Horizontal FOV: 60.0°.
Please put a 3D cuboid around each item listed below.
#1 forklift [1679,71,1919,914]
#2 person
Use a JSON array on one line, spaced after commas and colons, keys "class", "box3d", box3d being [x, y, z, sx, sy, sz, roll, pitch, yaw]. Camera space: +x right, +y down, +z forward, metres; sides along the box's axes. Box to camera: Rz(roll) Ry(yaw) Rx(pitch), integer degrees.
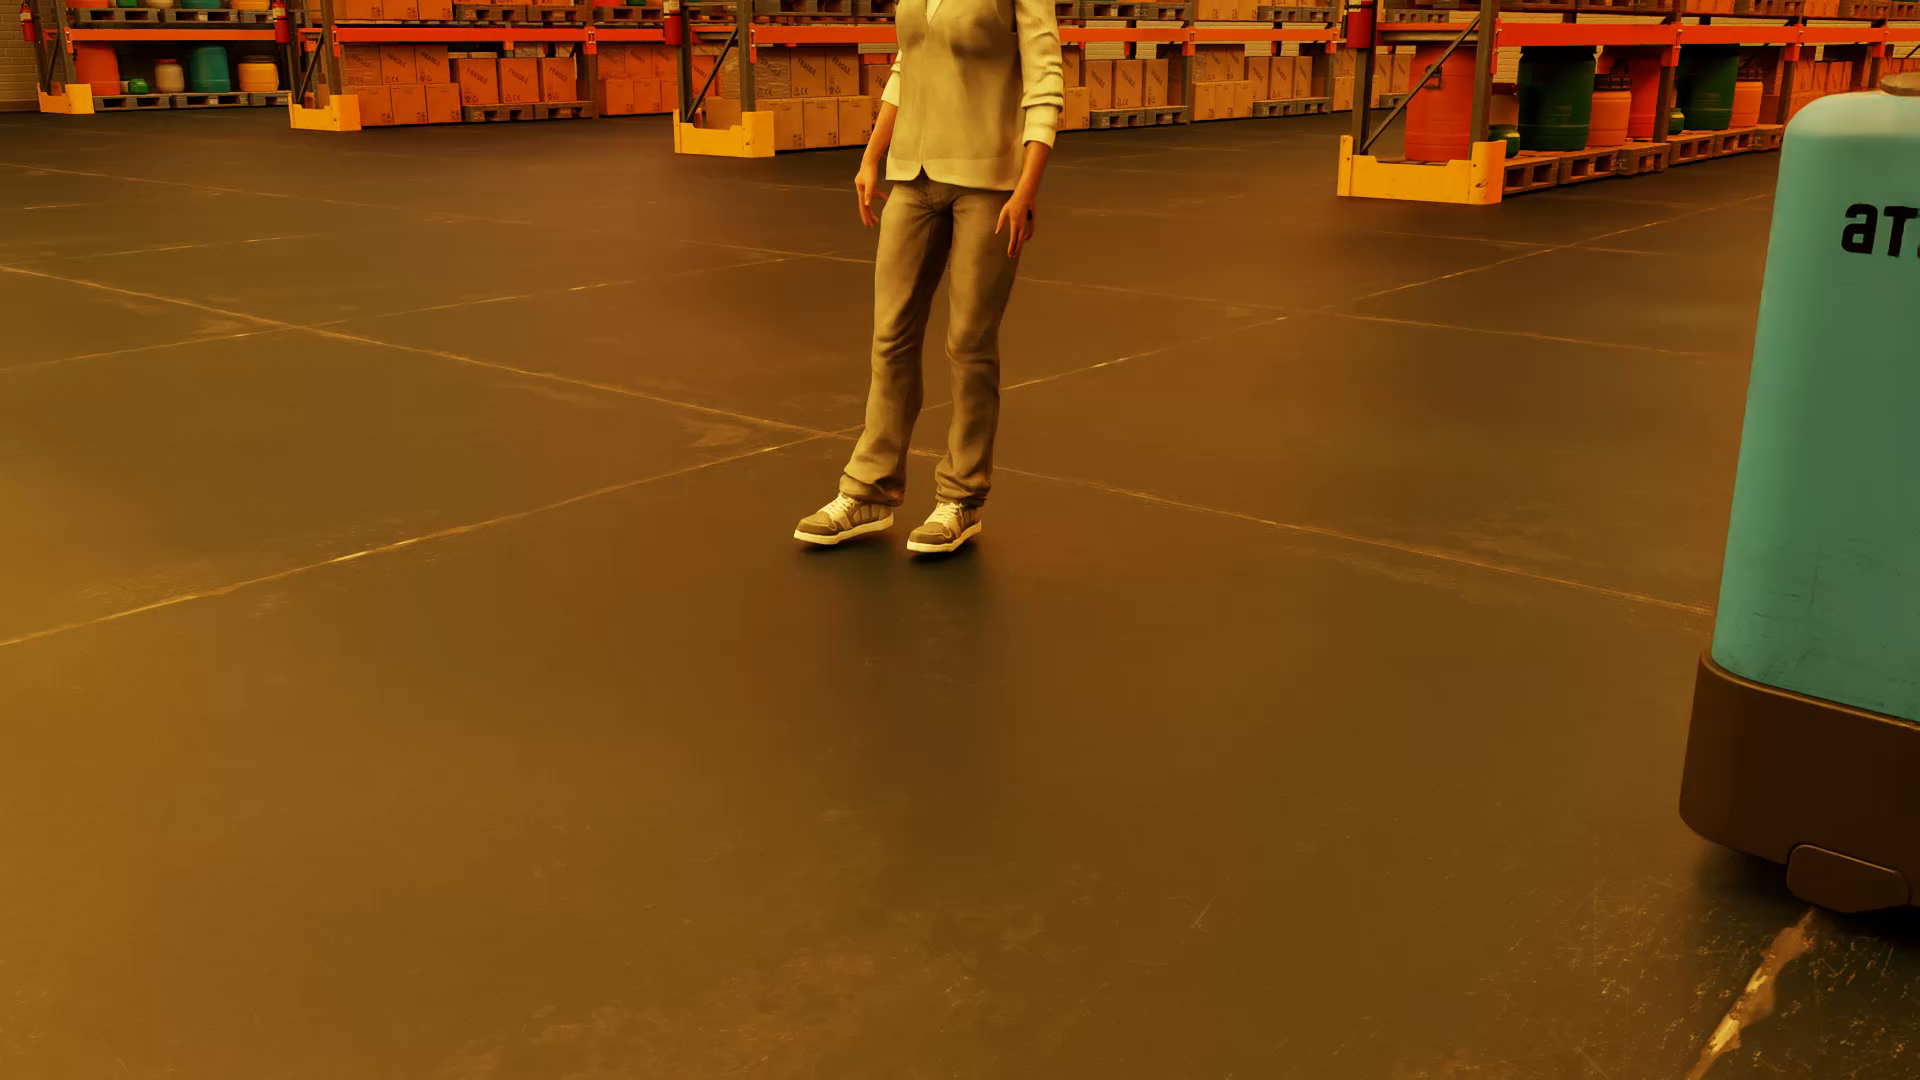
[{"class": "forklift", "box3d": [2.437, -0.732, 1.306, 3.031, 2.935, 1.130, 16, 23, 42]}, {"class": "person", "box3d": [-0.057, -0.757, 3.662, 0.521, 1.596, 0.475, 13, 21, 37]}]
